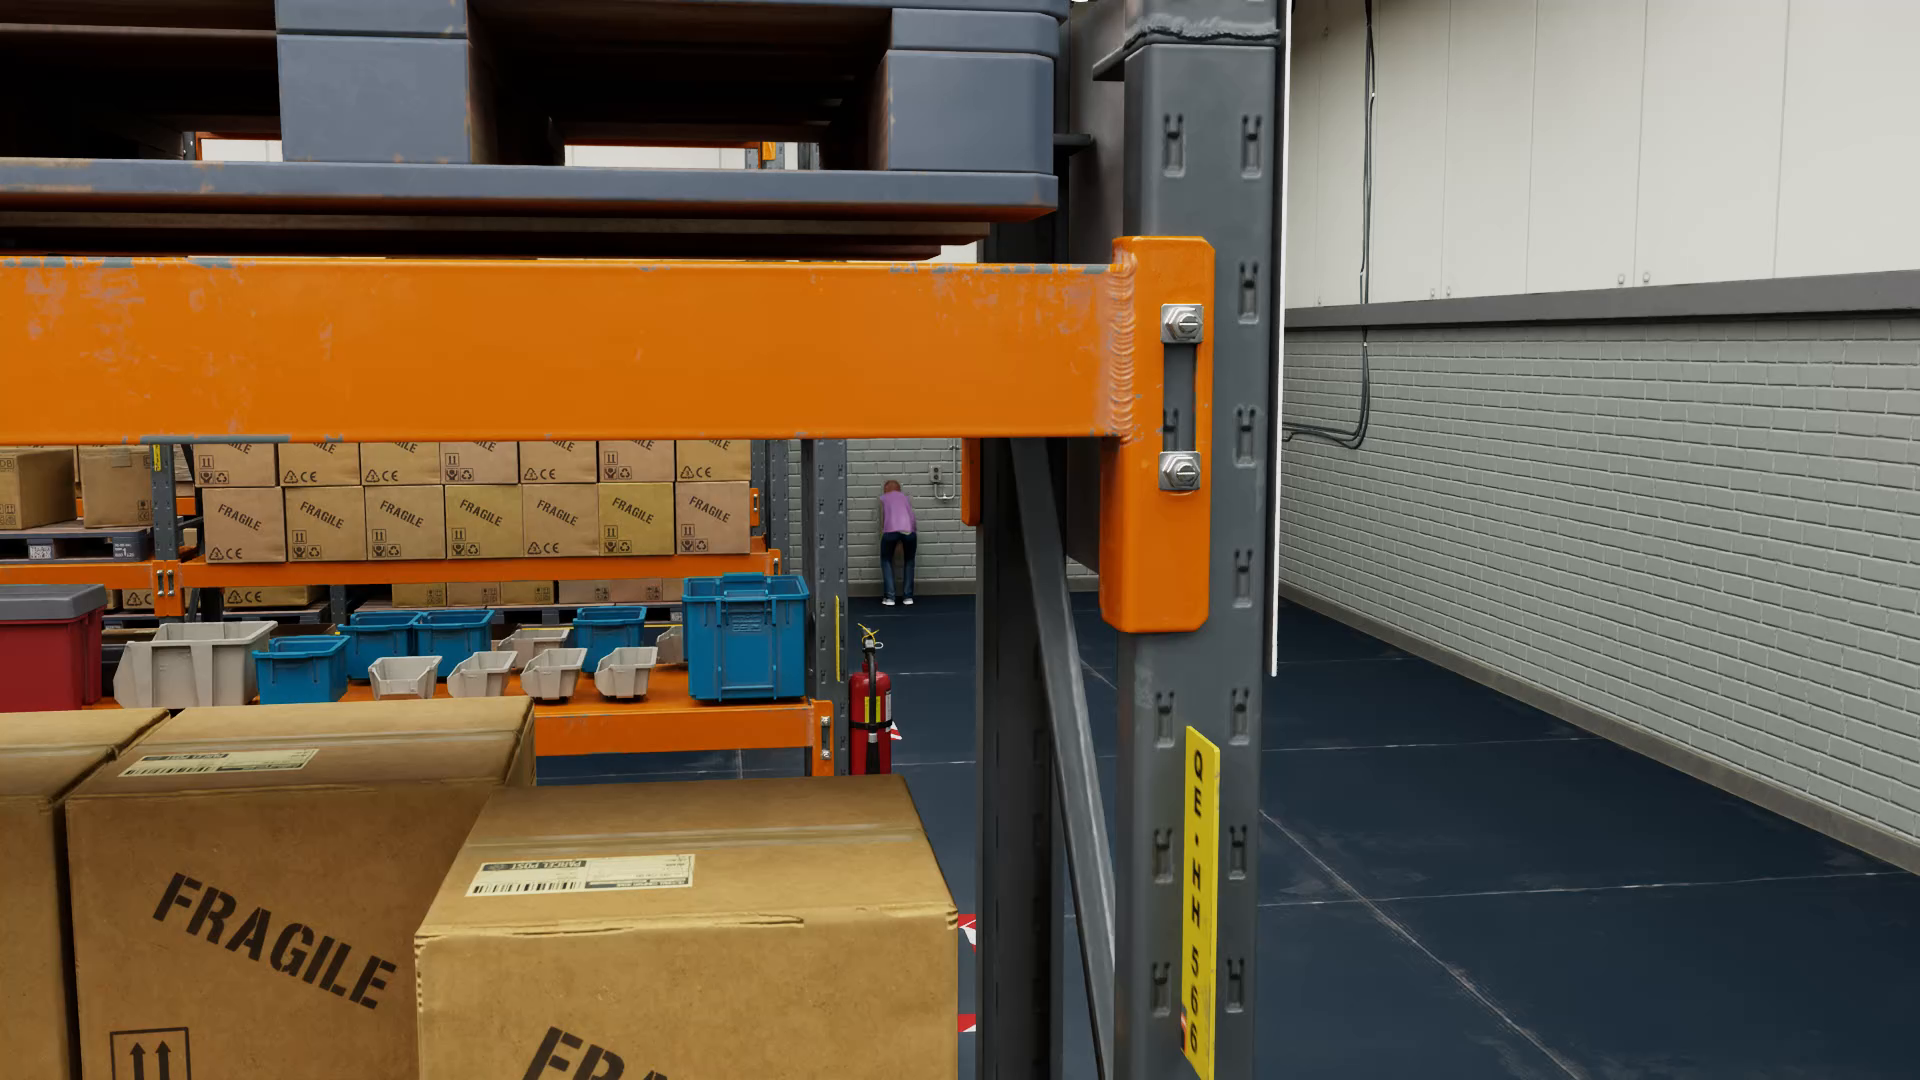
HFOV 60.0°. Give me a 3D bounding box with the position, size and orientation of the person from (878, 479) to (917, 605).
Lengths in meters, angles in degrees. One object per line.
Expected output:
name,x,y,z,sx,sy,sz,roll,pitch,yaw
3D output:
person,-0.672,0.031,17.643,0.382,1.278,0.780,-1,7,-10
